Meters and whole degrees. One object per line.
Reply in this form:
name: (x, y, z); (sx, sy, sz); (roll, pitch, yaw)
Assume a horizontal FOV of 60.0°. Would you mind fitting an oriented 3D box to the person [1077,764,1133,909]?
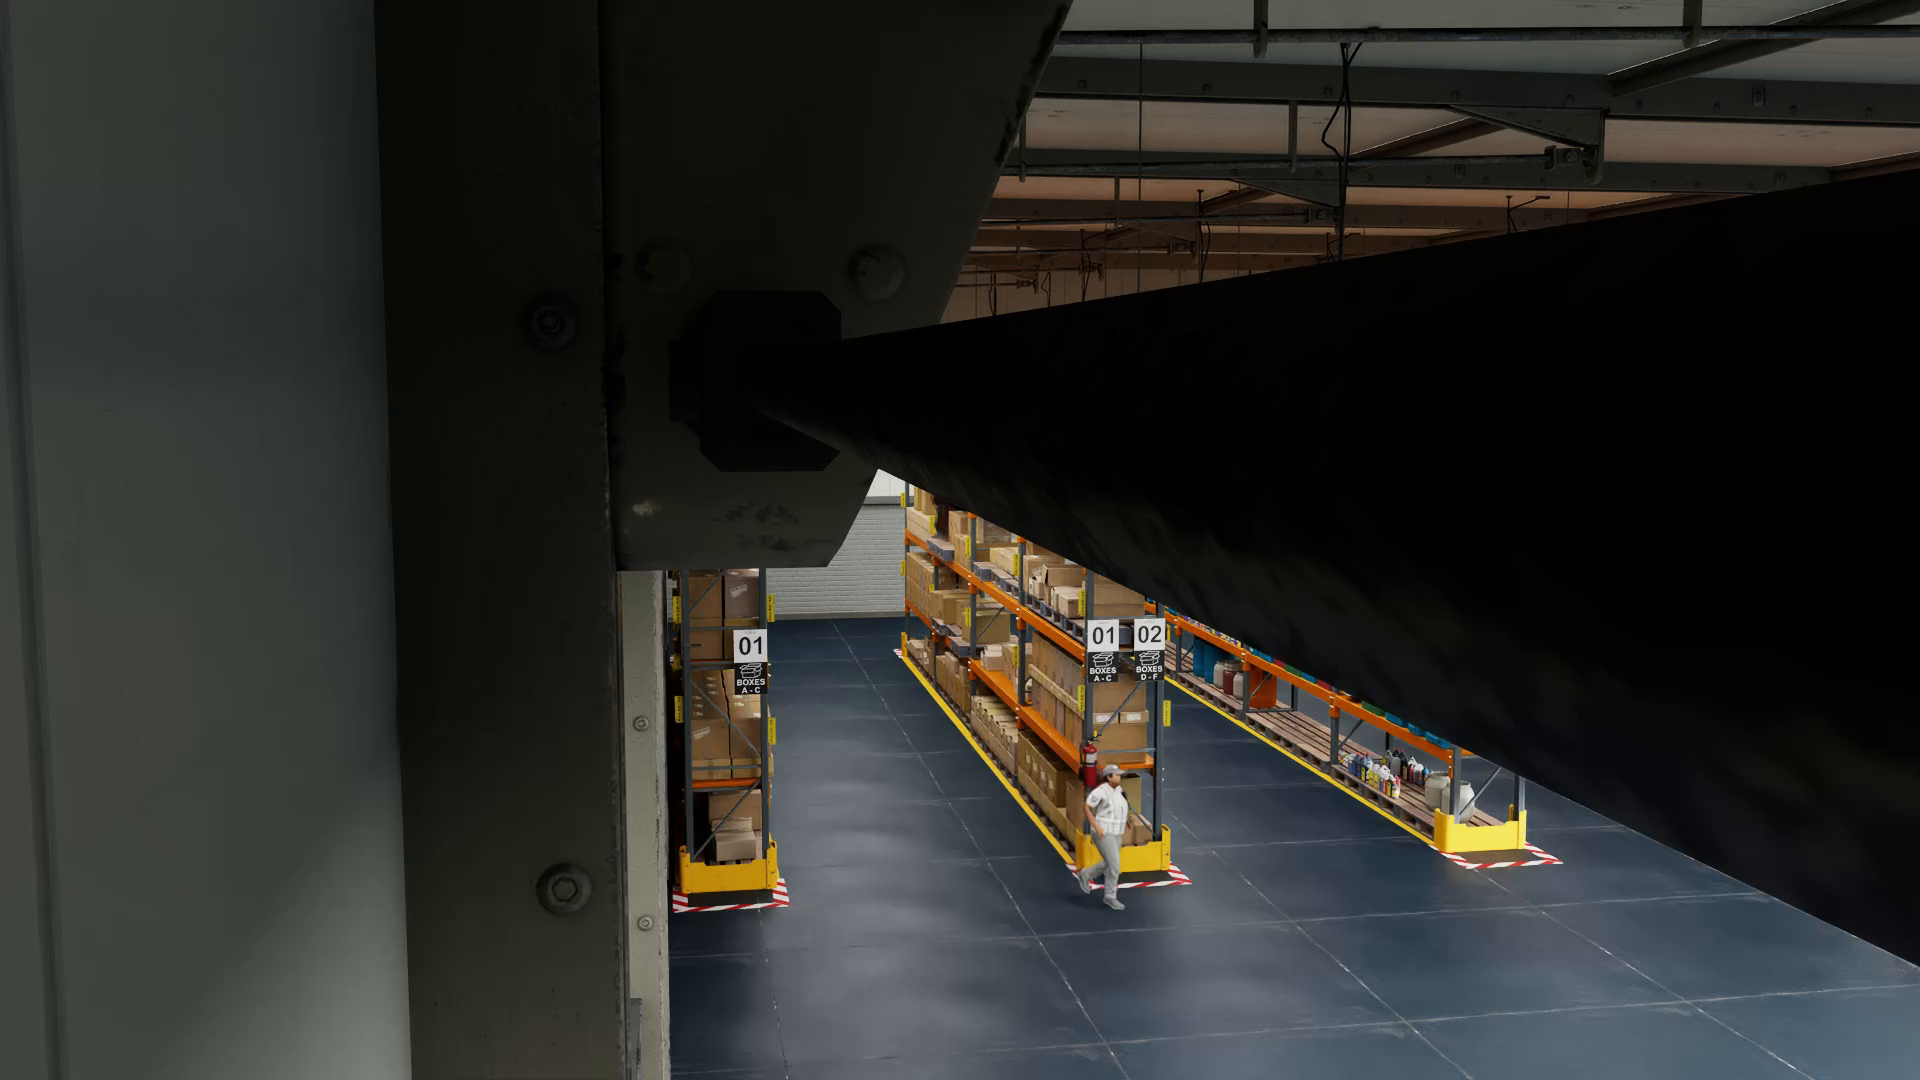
person: (1.747, 3.487, 19.756); (0.707, 1.653, 0.641); (4, 7, 37)
